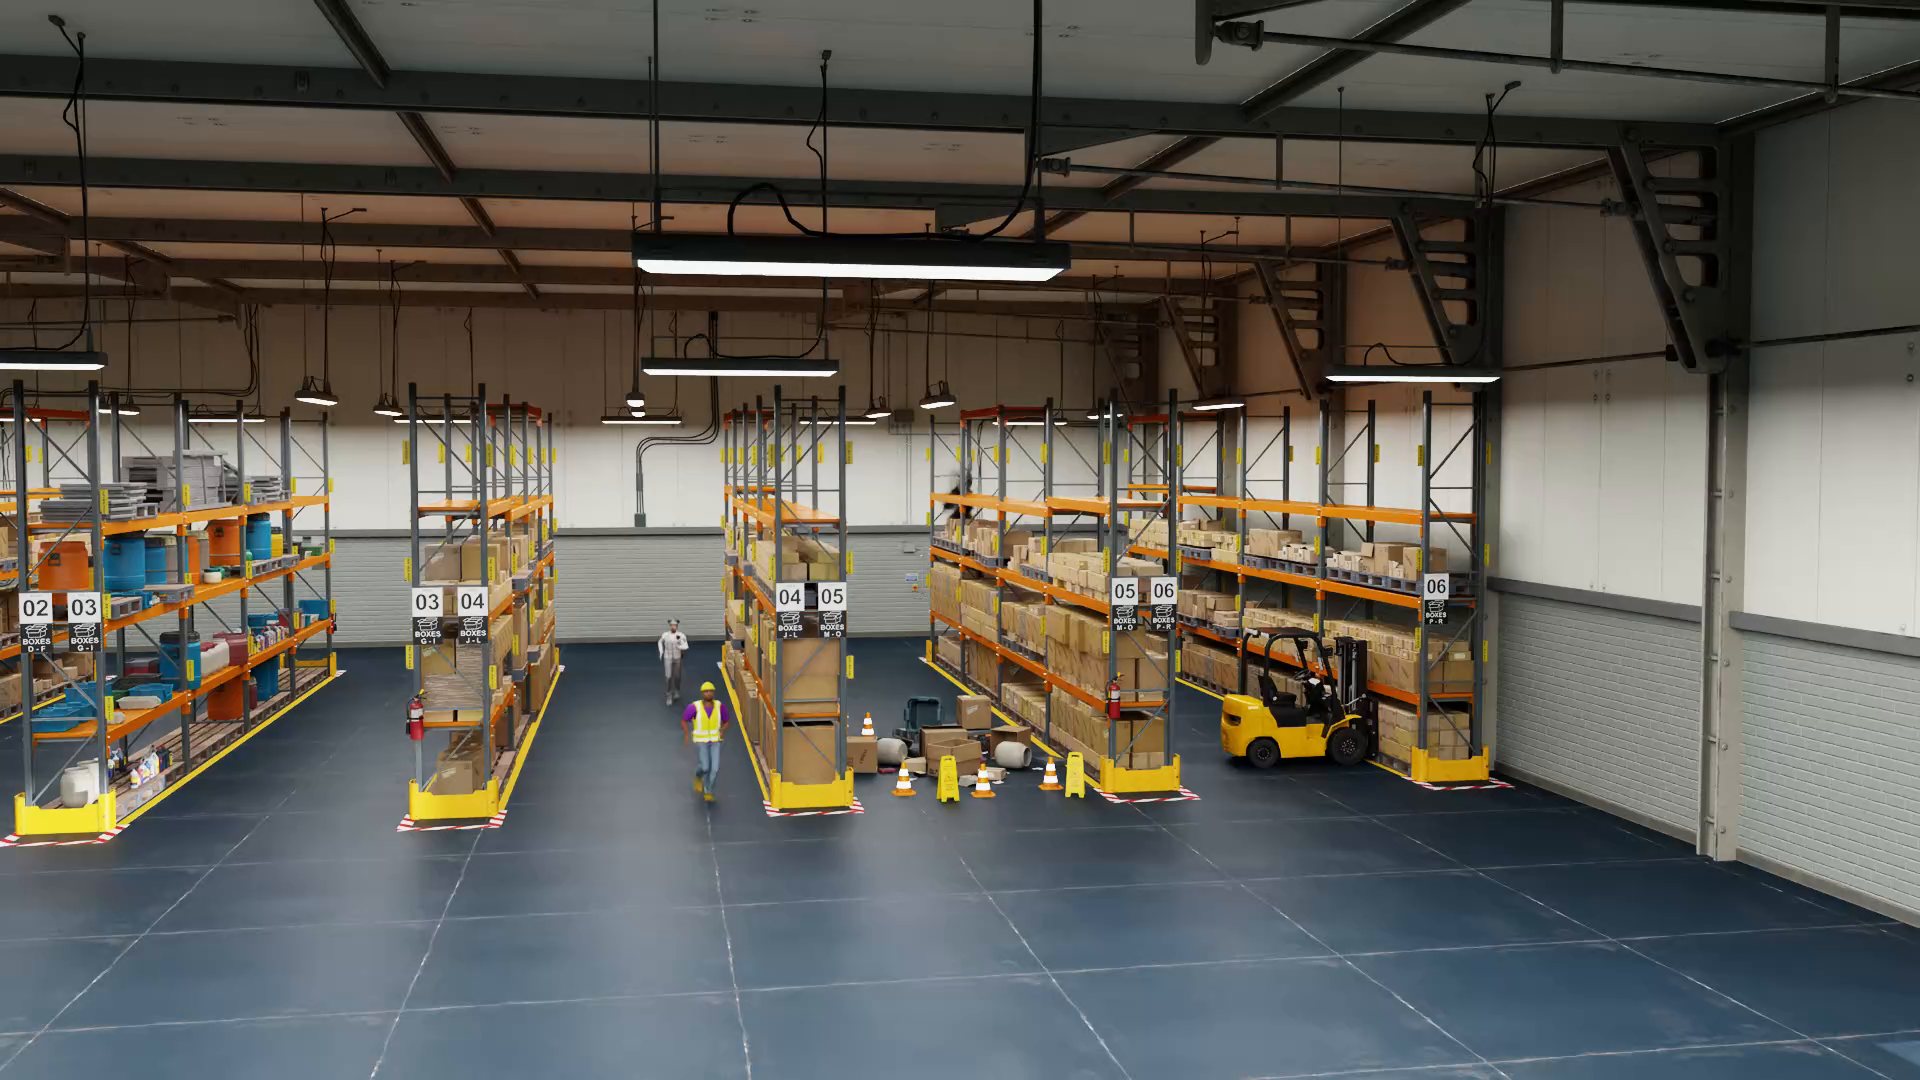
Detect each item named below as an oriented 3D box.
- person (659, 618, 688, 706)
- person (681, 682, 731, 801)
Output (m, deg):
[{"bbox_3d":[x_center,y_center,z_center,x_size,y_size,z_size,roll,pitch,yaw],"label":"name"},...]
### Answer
[{"bbox_3d":[-5.796,2.442,33.631,0.596,1.725,0.849,0,3,-9],"label":"person"},{"bbox_3d":[-3.652,2.921,24.086,0.699,1.722,0.580,-1,3,-21],"label":"person"}]
